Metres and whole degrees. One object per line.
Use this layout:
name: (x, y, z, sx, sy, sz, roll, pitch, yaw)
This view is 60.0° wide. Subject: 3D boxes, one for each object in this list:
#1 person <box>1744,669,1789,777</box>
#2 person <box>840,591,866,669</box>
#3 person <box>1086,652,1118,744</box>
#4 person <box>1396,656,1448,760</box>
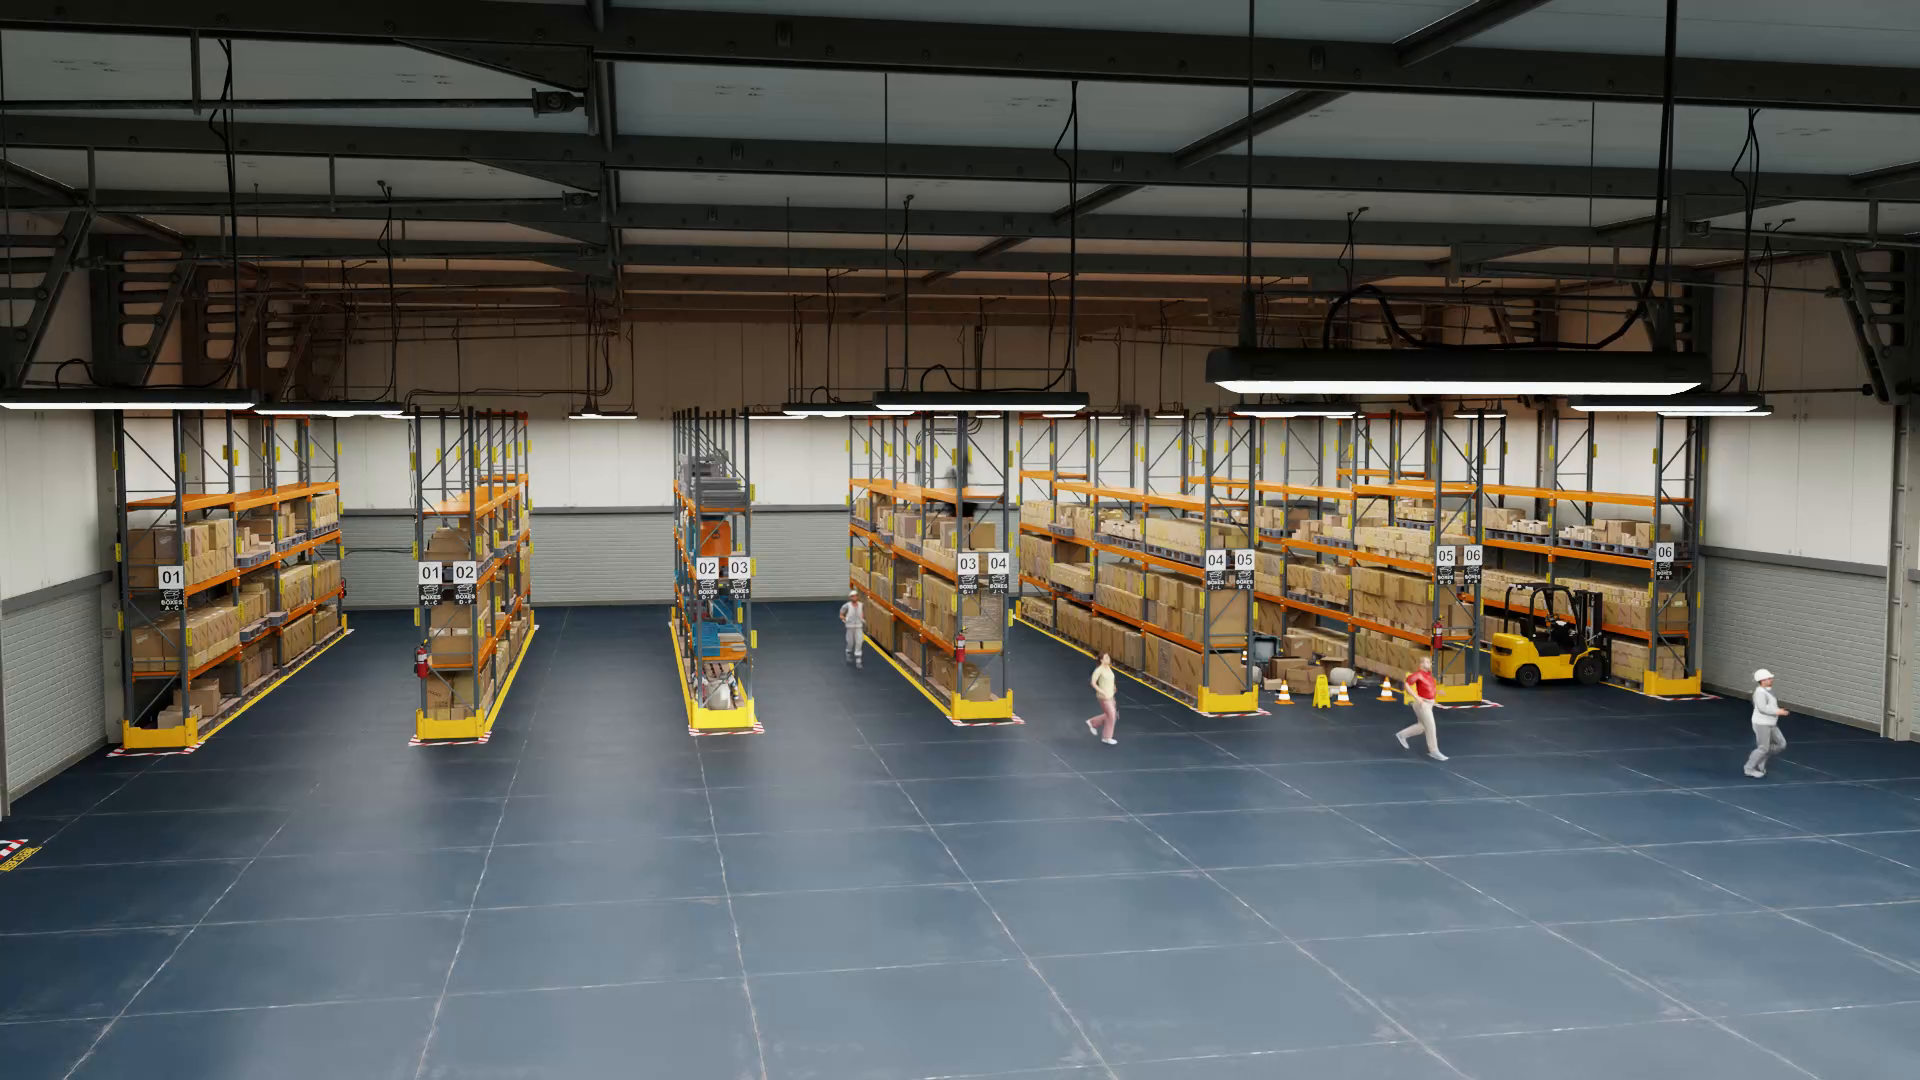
person: (12.956, 2.941, 26.683, 0.641, 1.734, 0.637, 3, 5, 38)
person: (-2.478, 2.060, 38.703, 0.648, 1.778, 1.008, -1, 4, -17)
person: (2.537, 2.803, 29.698, 0.603, 1.644, 0.577, 2, 5, 31)
person: (7.900, 2.854, 28.391, 0.927, 1.733, 0.664, 3, 5, 34)
